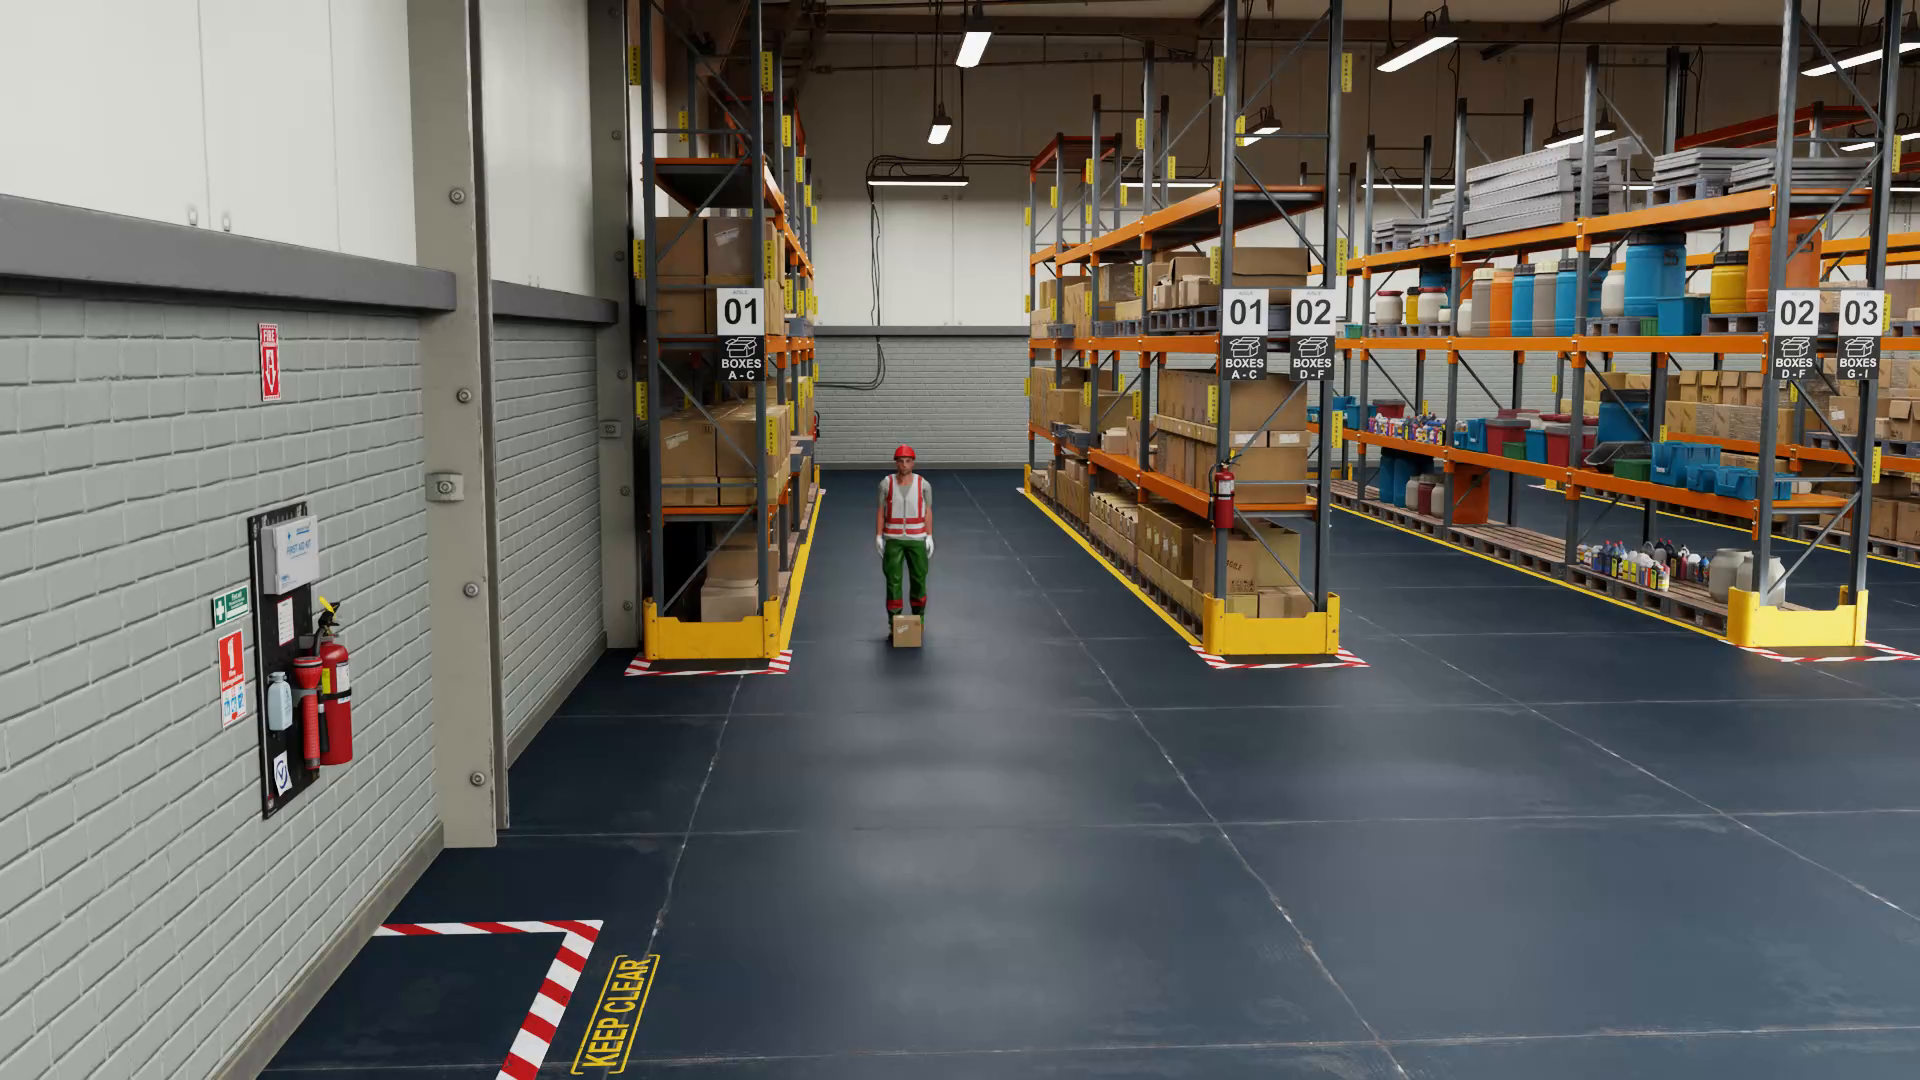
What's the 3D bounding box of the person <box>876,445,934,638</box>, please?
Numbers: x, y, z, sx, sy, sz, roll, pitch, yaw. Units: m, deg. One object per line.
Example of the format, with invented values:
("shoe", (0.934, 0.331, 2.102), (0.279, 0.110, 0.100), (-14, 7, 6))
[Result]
("person", (-0.513, 0.020, 15.518), (0.538, 1.814, 0.538), (0, 7, -3))
